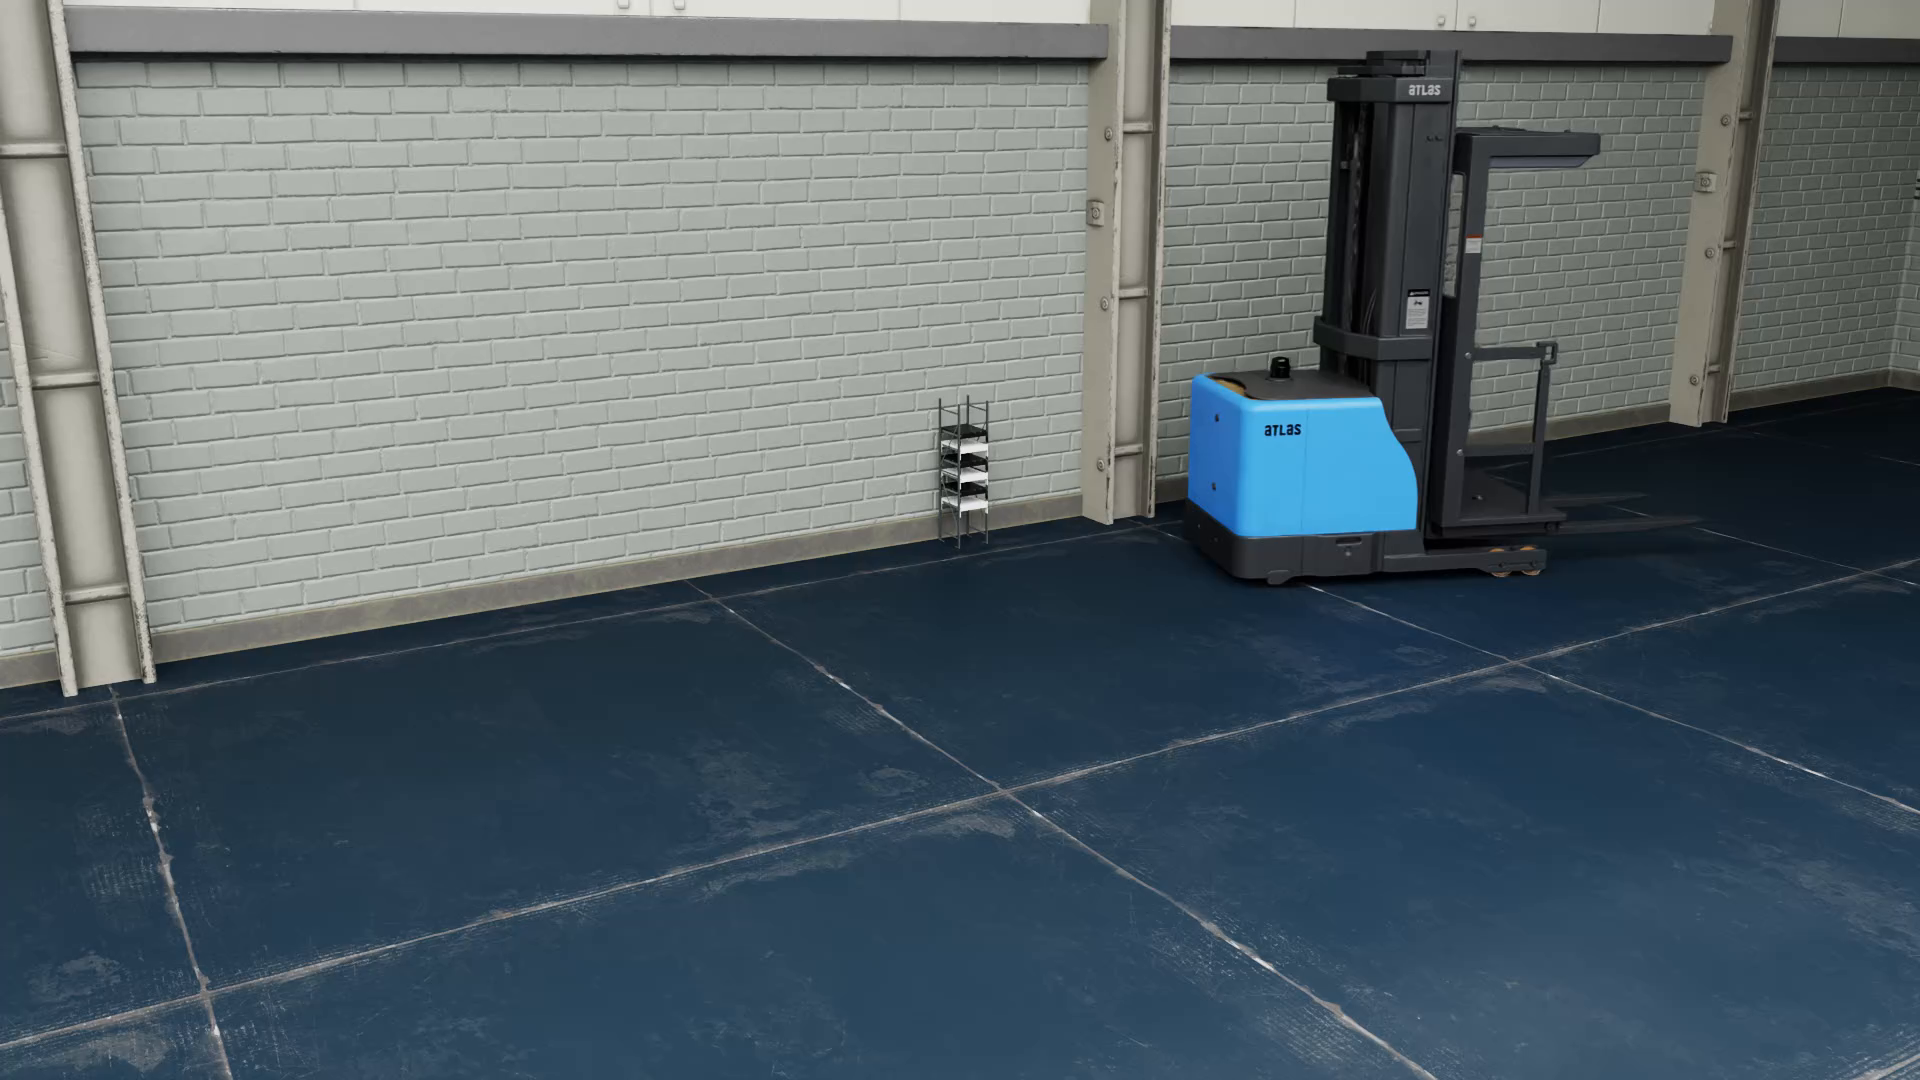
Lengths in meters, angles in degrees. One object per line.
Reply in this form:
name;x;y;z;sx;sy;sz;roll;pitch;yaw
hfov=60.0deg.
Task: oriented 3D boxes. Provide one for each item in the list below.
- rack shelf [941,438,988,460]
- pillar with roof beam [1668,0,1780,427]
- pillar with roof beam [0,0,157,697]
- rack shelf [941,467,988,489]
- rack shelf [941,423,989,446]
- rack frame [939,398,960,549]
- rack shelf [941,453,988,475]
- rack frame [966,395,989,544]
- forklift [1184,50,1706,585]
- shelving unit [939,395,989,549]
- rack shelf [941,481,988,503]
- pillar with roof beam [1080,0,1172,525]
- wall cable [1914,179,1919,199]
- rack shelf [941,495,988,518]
rack shelf;0.021;-0.562;10.205;0.200;0.077;0.258;-10;18;-31
pillar with roof beam;8.400;-4.333;9.195;0.400;9.000;9.100;-9;18;-30
pillar with roof beam;-1.887;-2.665;3.244;0.400;9.000;9.100;-9;18;-30
rack shelf;0.021;-0.389;10.254;0.200;0.077;0.258;-10;18;-31
rack shelf;0.021;-0.649;10.181;0.200;0.077;0.258;-10;18;-31
rack frame;-0.065;-0.407;10.193;0.006;0.900;0.240;-10;18;-31
rack shelf;0.021;-0.476;10.229;0.200;0.077;0.258;-10;18;-31
rack frame;0.107;-0.436;10.297;0.006;0.900;0.240;-10;18;-31
forklift;2.948;-1.332;9.731;3.031;2.935;1.130;-3;16;-10
shelving unit;0.021;-0.421;10.245;0.210;0.900;0.258;-10;18;-31
rack shelf;0.021;-0.303;10.278;0.200;0.077;0.258;-10;18;-31
pillar with roof beam;3.257;-3.499;6.220;0.400;9.000;9.100;-9;18;-30
wall cable;9.389;-3.937;13.537;0.112;2.526;3.097;-9;18;-30
rack shelf;0.021;-0.216;10.303;0.200;0.077;0.258;-10;18;-31
